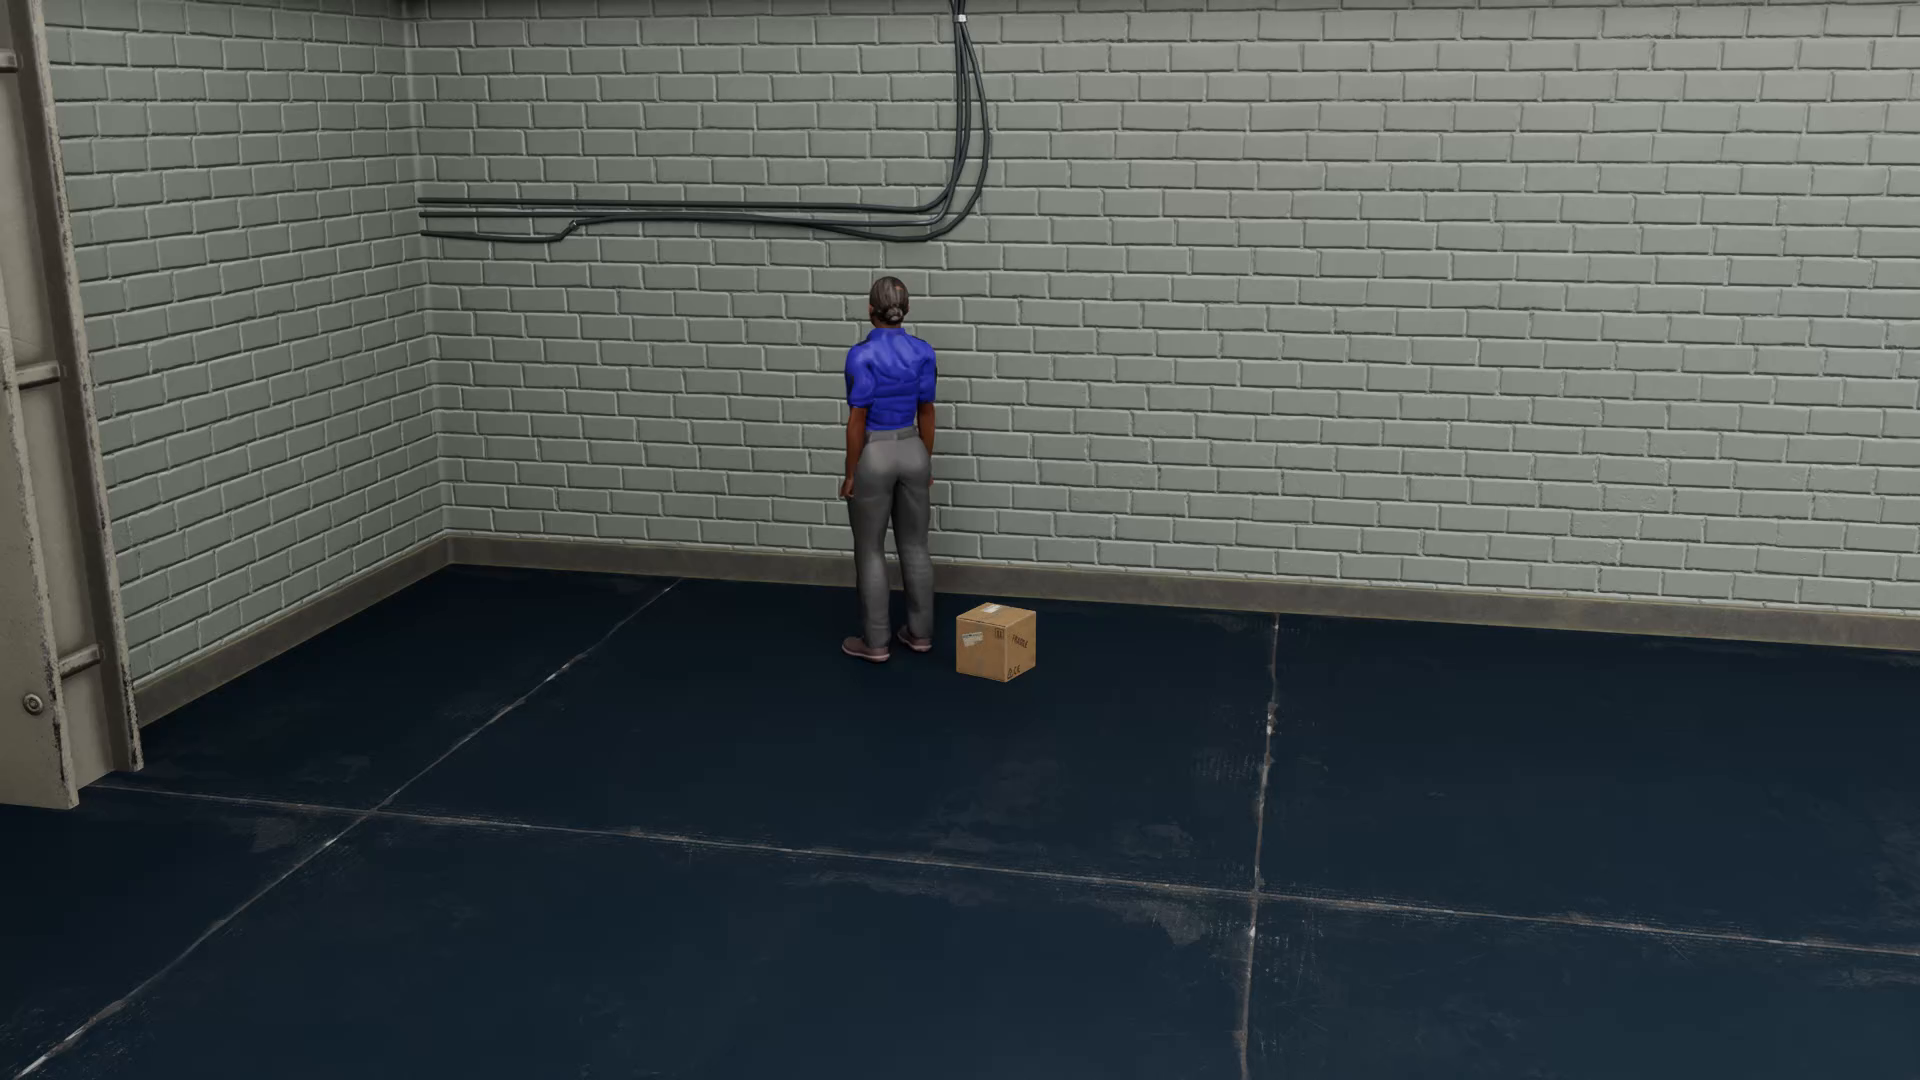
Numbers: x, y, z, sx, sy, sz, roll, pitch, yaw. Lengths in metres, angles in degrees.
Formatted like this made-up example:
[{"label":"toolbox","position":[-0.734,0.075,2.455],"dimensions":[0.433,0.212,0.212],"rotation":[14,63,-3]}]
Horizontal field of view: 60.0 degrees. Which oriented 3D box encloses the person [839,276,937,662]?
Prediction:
[{"label":"person","position":[-0.317,-0.306,7.179],"dimensions":[0.444,1.662,0.331],"rotation":[-9,17,-29]}]
